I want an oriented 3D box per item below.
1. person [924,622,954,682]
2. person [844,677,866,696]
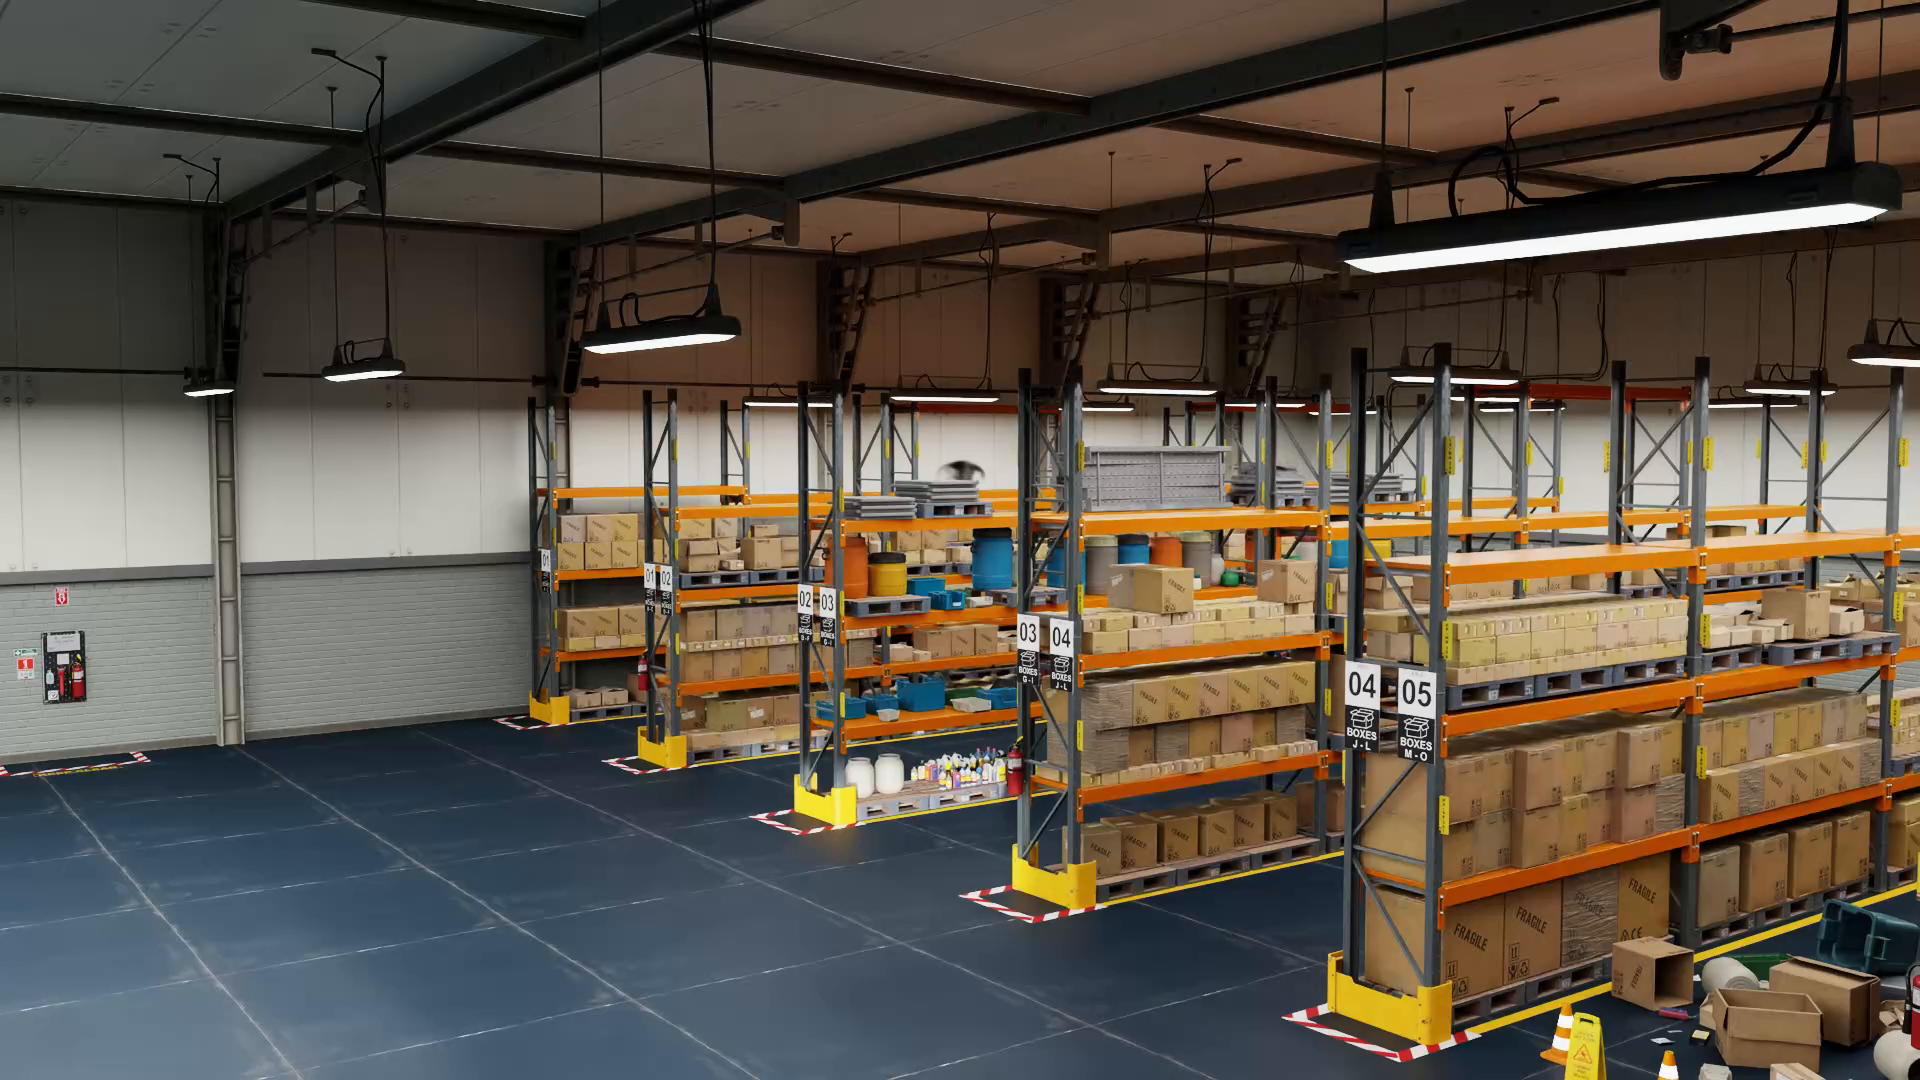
[{"bbox_3d":[-0.364,2.352,32.824,0.784,1.716,0.817,-1,4,-19],"label":"person"},{"bbox_3d":[-1.988,2.464,30.883,0.700,1.750,0.562,1,4,22],"label":"person"}]
